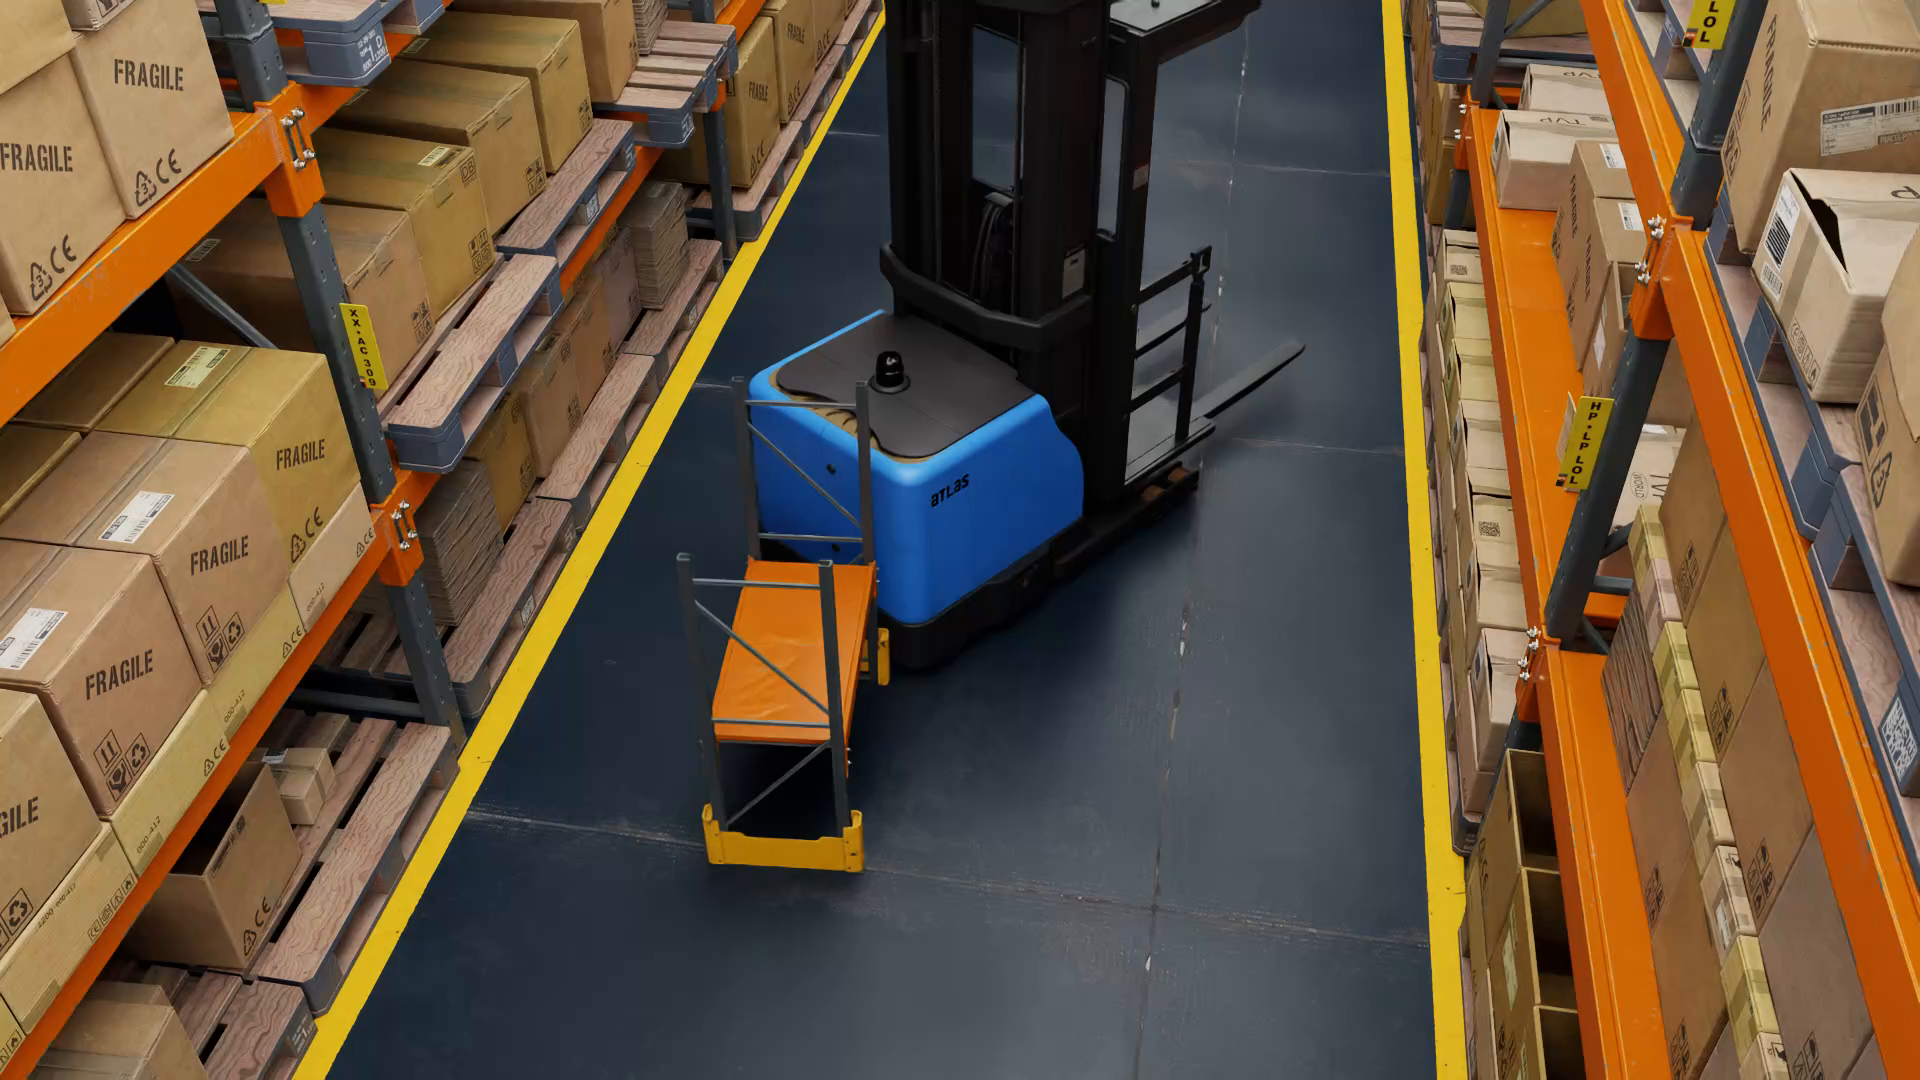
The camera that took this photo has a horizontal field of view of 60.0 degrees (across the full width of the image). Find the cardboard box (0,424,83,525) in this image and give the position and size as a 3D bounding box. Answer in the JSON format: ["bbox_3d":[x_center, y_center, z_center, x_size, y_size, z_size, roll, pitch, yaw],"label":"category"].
[{"bbox_3d":[-2.885,0.000,4.910,0.500,0.500,0.500,6,40,7],"label":"cardboard box"}]

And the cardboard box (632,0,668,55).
[{"bbox_3d":[-1.884,-2.780,8.334,0.700,0.500,0.500,2,40,2],"label":"cardboard box"}]

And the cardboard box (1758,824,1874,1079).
[{"bbox_3d":[2.044,0.872,3.245,0.700,0.500,0.500,6,40,8],"label":"cardboard box"}]

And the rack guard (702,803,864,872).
[{"bbox_3d":[-0.657,1.111,6.210,0.587,0.250,0.087,2,40,3],"label":"rack guard"}]

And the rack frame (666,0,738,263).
[{"bbox_3d":[-1.812,-2.868,8.864,1.000,3.000,0.127,6,40,8],"label":"rack frame"}]

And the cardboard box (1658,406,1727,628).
[{"bbox_3d":[2.305,-0.073,4.387,0.700,0.500,0.500,7,40,8],"label":"cardboard box"}]

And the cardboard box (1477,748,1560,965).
[{"bbox_3d":[1.987,1.052,5.363,0.500,0.500,0.500,6,40,8],"label":"cardboard box"}]

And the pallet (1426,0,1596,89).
[{"bbox_3d":[3.116,-2.683,8.792,1.213,0.211,1.003,6,40,8],"label":"pallet"}]

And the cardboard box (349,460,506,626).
[{"bbox_3d":[-2.393,-0.027,7.045,0.700,0.500,0.500,8,40,9],"label":"cardboard box"}]

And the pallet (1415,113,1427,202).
[{"bbox_3d":[3.447,-2.477,10.580,1.003,0.211,1.213,6,40,8],"label":"pallet"}]

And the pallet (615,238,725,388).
[{"bbox_3d":[-1.949,-1.303,9.160,1.003,0.211,1.213,6,40,8],"label":"pallet"}]

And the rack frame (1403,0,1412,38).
[{"bbox_3d":[3.760,-4.834,11.243,1.000,3.000,0.127,6,40,8],"label":"rack frame"}]

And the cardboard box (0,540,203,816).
[{"bbox_3d":[-2.460,0.363,4.470,0.500,0.500,0.500,5,40,6],"label":"cardboard box"}]

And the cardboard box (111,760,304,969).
[{"bbox_3d":[-2.645,1.092,5.691,0.500,0.500,0.500,4,40,4],"label":"cardboard box"}]

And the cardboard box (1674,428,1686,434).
[{"bbox_3d":[2.730,-0.250,5.896,0.380,0.149,0.250,6,40,8],"label":"cardboard box"}]

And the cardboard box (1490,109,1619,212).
[{"bbox_3d":[2.722,-1.750,7.582,0.500,0.311,0.500,6,40,7],"label":"cardboard box"}]

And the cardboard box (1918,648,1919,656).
[{"bbox_3d":[1.719,0.259,2.360,0.500,0.311,0.500,11,41,13],"label":"cardboard box"}]

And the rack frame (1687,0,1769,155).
[{"bbox_3d":[2.375,-2.126,3.259,1.000,3.000,0.127,6,40,8],"label":"rack frame"}]

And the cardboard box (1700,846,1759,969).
[{"bbox_3d":[1.919,0.854,3.775,0.380,0.149,0.250,5,40,6],"label":"cardboard box"}]

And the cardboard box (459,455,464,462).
[{"bbox_3d":[-2.321,-0.593,7.141,0.500,0.250,0.500,6,40,7],"label":"cardboard box"}]

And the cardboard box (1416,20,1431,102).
[{"bbox_3d":[3.261,-3.115,10.780,0.500,0.500,0.500,7,40,8],"label":"cardboard box"}]

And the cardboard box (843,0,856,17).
[{"bbox_3d":[-1.104,-4.289,11.941,0.750,0.750,0.750,7,40,8],"label":"cardboard box"}]

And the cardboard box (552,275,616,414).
[{"bbox_3d":[-2.147,-0.991,8.211,0.700,0.500,0.500,6,40,7],"label":"cardboard box"}]

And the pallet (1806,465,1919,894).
[{"bbox_3d":[2.040,0.366,2.669,1.003,0.211,1.213,6,40,8],"label":"pallet"}]

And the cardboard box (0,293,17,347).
[{"bbox_3d":[-2.507,-0.548,3.610,0.500,0.500,0.500,5,40,6],"label":"cardboard box"}]

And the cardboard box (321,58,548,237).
[{"bbox_3d":[-2.196,-1.648,6.965,0.700,0.500,0.500,12,41,14],"label":"cardboard box"}]

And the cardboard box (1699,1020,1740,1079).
[{"bbox_3d":[2.042,1.395,3.630,0.700,0.500,0.500,8,40,9],"label":"cardboard box"}]

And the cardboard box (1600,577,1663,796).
[{"bbox_3d":[2.305,0.427,4.801,0.700,0.500,0.500,5,40,7],"label":"cardboard box"}]

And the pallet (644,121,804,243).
[{"bbox_3d":[-1.601,-2.279,10.341,1.003,0.211,1.213,6,40,8],"label":"pallet"}]

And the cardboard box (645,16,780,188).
[{"bbox_3d":[-1.556,-2.648,9.956,0.750,0.750,0.750,6,40,7],"label":"cardboard box"}]

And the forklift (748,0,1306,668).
[{"bbox_3d":[0.496,-1.429,7.178,1.130,2.935,3.031,32,49,33],"label":"forklift"}]

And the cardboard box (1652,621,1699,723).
[{"bbox_3d":[2.052,0.365,4.367,0.380,0.149,0.250,5,40,7],"label":"cardboard box"}]

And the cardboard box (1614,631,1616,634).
[{"bbox_3d":[2.784,0.323,6.394,0.500,0.311,0.500,6,40,7],"label":"cardboard box"}]

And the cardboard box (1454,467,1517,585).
[{"bbox_3d":[2.336,-0.058,6.854,0.500,0.311,0.500,6,40,8],"label":"cardboard box"}]

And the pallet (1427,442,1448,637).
[{"bbox_3d":[2.673,0.027,7.552,1.003,0.211,1.213,6,40,8],"label":"pallet"}]

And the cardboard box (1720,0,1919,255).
[{"bbox_3d":[2.028,-0.937,3.657,0.500,0.500,0.500,10,41,11],"label":"cardboard box"}]

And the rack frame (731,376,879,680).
[{"bbox_3d":[-0.590,-0.005,6.579,0.500,1.500,0.032,2,40,3],"label":"rack frame"}]

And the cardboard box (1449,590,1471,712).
[{"bbox_3d":[2.251,0.475,6.650,0.500,0.250,0.500,6,40,7],"label":"cardboard box"}]

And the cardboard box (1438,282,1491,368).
[{"bbox_3d":[2.605,-1.015,8.012,0.500,0.311,0.500,5,40,7],"label":"cardboard box"}]

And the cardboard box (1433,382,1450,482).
[{"bbox_3d":[2.517,-0.487,7.813,0.500,0.250,0.500,5,40,6],"label":"cardboard box"}]

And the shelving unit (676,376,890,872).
[{"bbox_3d":[-0.623,0.312,6.195,0.587,1.500,1.083,2,40,3],"label":"shelving unit"}]

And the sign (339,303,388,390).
[{"bbox_3d":[-1.969,-0.636,5.486,0.100,0.325,0.005,6,40,8],"label":"sign"}]

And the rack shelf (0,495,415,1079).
[{"bbox_3d":[-2.850,1.175,4.539,1.077,0.370,4.000,6,40,8],"label":"rack shelf"}]

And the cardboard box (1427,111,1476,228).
[{"bbox_3d":[2.998,-2.143,9.604,0.500,0.500,0.500,8,40,9],"label":"cardboard box"}]

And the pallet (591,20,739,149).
[{"bbox_3d":[-1.831,-2.335,8.370,1.213,0.211,1.003,6,40,8],"label":"pallet"}]

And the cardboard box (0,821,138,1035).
[{"bbox_3d":[-2.540,0.968,4.327,0.500,0.250,0.500,7,40,8],"label":"cardboard box"}]

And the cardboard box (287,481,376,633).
[{"bbox_3d":[-2.288,0.023,5.470,0.500,0.250,0.500,6,40,8],"label":"cardboard box"}]

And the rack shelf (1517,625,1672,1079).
[{"bbox_3d":[2.029,1.719,3.881,1.077,0.370,4.000,6,40,8],"label":"rack shelf"}]

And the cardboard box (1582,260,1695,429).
[{"bbox_3d":[2.615,-0.663,6.119,0.500,0.500,0.500,9,40,11],"label":"cardboard box"}]

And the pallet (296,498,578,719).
[{"bbox_3d":[-2.371,0.229,7.308,1.003,0.211,1.213,6,40,8],"label":"pallet"}]

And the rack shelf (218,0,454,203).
[{"bbox_3d":[-2.158,-2.491,6.620,1.077,0.370,4.000,6,40,8],"label":"rack shelf"}]

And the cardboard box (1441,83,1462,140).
[{"bbox_3d":[3.004,-2.468,9.409,0.500,0.250,0.500,8,40,9],"label":"cardboard box"}]
